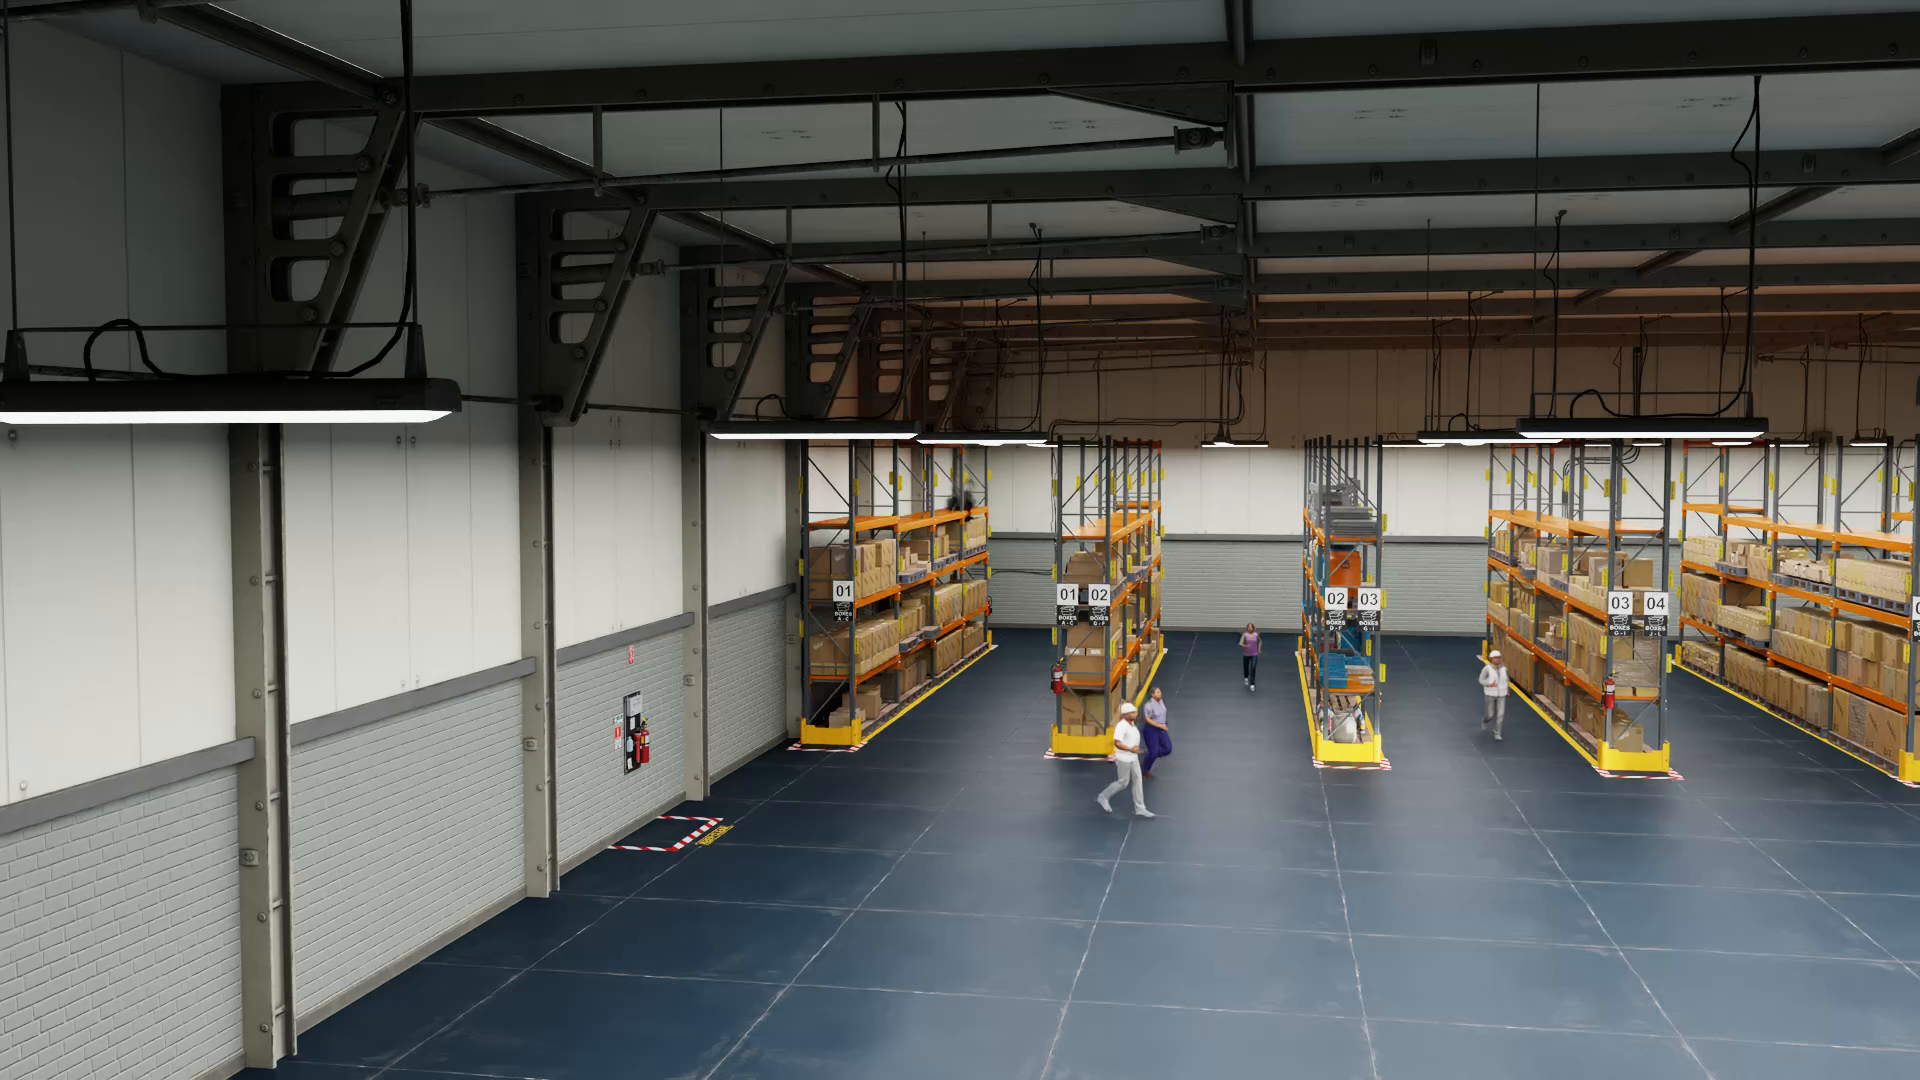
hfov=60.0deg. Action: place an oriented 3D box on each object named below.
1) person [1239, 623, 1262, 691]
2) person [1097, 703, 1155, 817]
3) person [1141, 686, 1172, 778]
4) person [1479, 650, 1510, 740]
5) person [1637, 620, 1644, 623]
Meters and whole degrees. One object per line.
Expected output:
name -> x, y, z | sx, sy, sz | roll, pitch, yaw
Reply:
person -> 6.945, 2.764, 39.751 | 0.543, 1.578, 0.882 | 0, 3, 8
person -> 2.586, 3.425, 25.950 | 0.932, 1.763, 0.694 | 2, 4, 30
person -> 3.449, 3.368, 29.077 | 0.612, 1.586, 0.633 | 3, 4, 42
person -> 10.613, 3.059, 33.010 | 0.665, 1.743, 0.775 | 0, 3, -2
person -> 17.870, 2.529, 44.138 | 0.697, 1.694, 0.755 | 2, 4, 34
